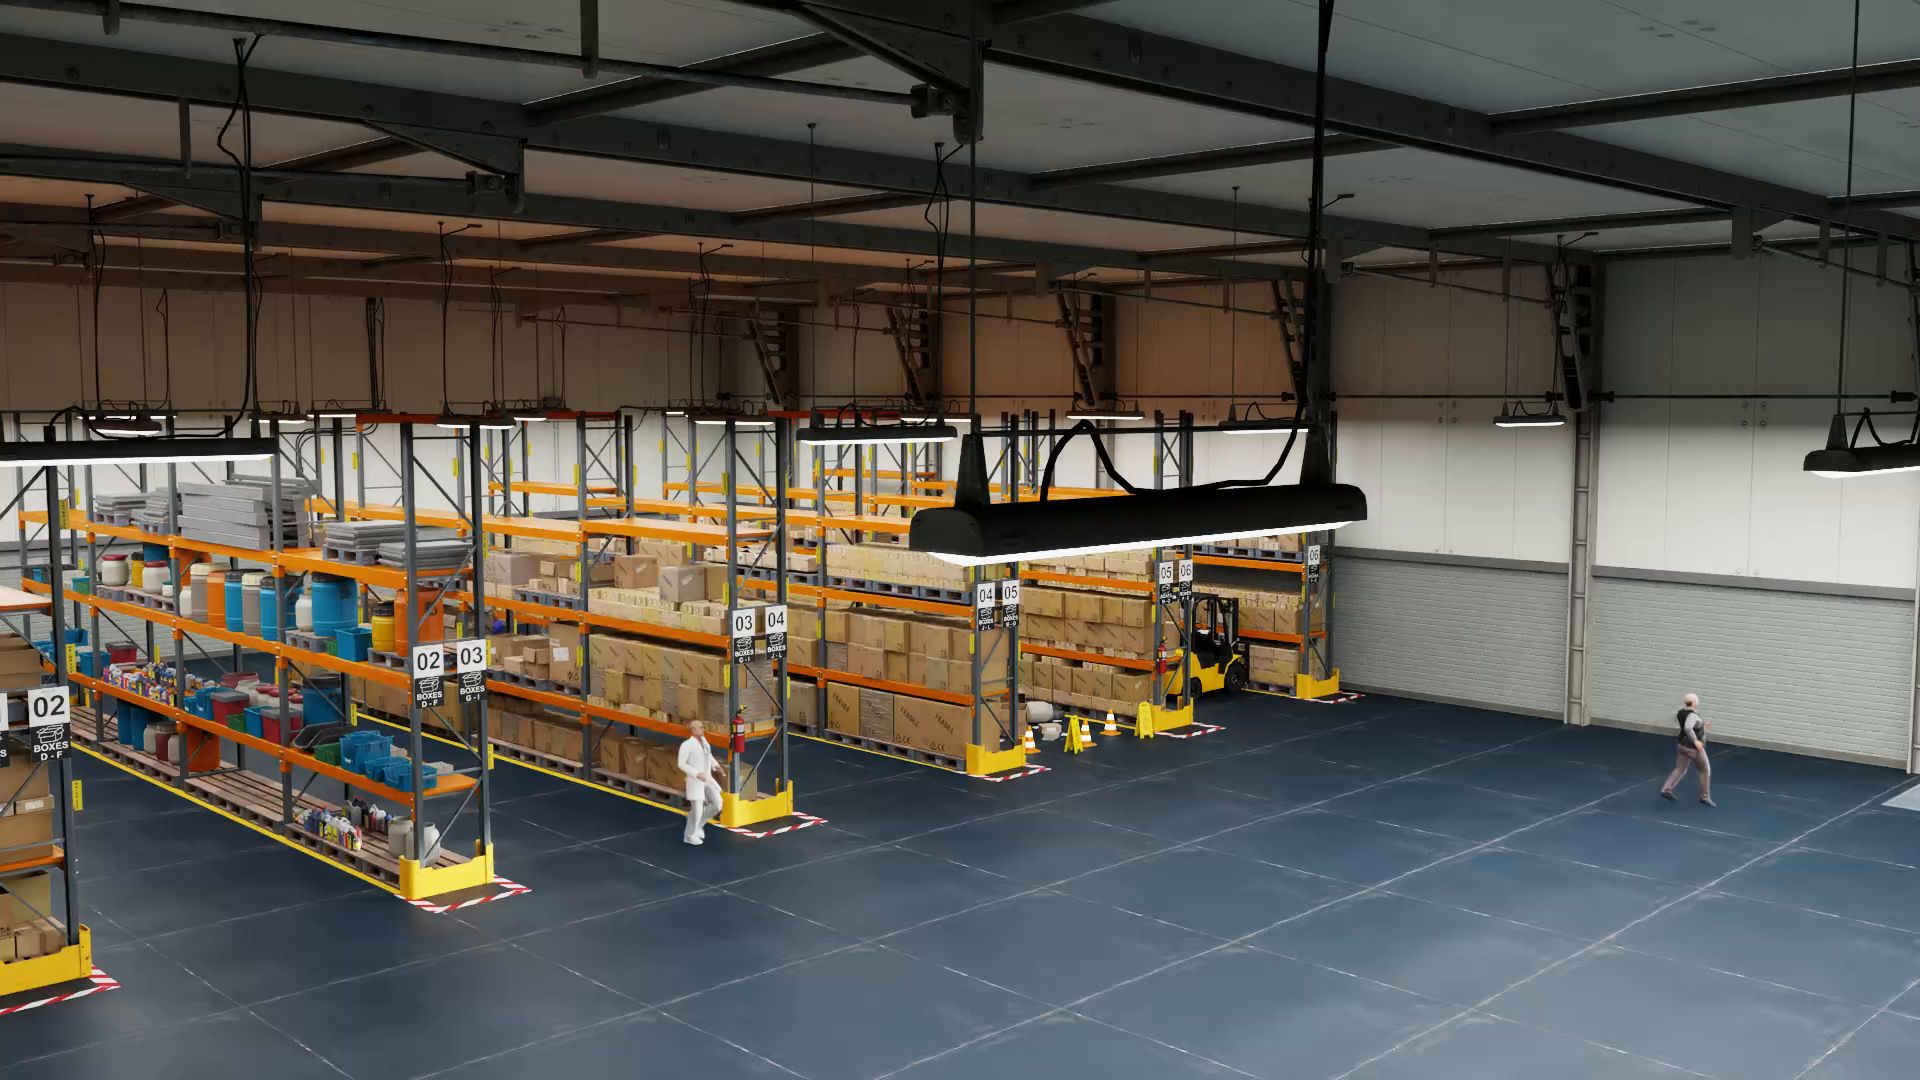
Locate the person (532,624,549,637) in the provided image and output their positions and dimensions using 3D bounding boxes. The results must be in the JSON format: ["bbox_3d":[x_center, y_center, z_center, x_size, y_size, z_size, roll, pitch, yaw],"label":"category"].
[{"bbox_3d":[-10.378,1.946,40.890,0.831,1.745,0.784,1,5,9],"label":"person"}]

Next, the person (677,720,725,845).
[{"bbox_3d":[-3.662,3.427,23.565,0.555,1.728,0.776,3,6,33],"label":"person"}]

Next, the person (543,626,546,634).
[{"bbox_3d":[-10.311,1.891,41.750,0.536,1.586,0.893,5,7,45],"label":"person"}]

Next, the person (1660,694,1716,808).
[{"bbox_3d":[11.230,3.242,25.581,0.825,1.771,0.633,-1,5,-10],"label":"person"}]

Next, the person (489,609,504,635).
[{"bbox_3d":[-10.300,2.342,36.587,0.538,1.658,0.756,-5,7,-43],"label":"person"}]
